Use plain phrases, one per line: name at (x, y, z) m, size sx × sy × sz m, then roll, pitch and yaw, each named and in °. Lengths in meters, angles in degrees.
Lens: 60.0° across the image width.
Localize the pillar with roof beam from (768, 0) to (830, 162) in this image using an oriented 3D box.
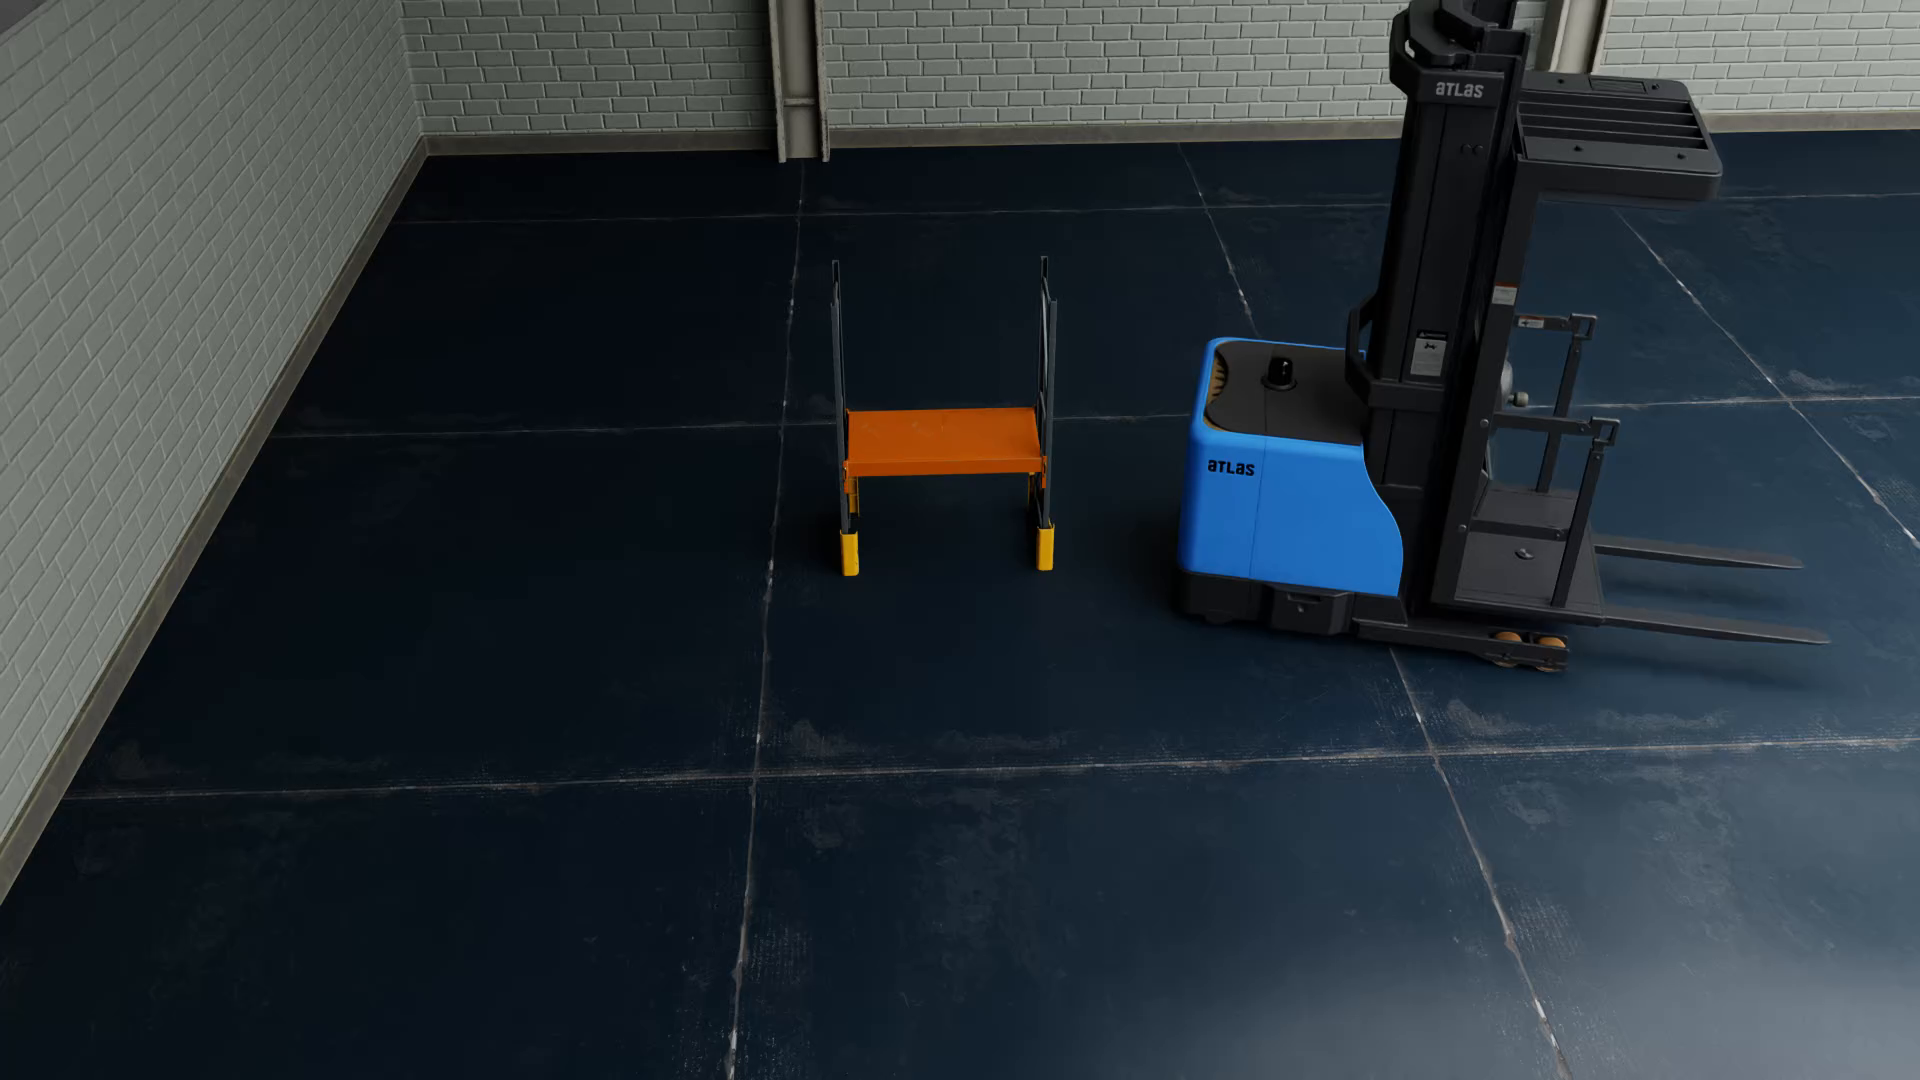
pillar with roof beam at (-1.029, -4.305, 7.063) m, size 0.400 × 9.000 × 9.100 m, roll -2°, pitch 35°, yaw -2°

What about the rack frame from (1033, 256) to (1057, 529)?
rack frame at (0.423, -0.628, 8.340) m, size 0.032 × 1.500 × 0.500 m, roll -2°, pitch 35°, yaw -2°

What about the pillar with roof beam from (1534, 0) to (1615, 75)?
pillar with roof beam at (4.965, -4.467, 7.296) m, size 0.400 × 9.000 × 9.100 m, roll -2°, pitch 35°, yaw -2°

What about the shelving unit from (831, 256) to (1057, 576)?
shelving unit at (-0.076, -0.615, 8.320) m, size 1.083 × 1.500 × 0.587 m, roll -2°, pitch 35°, yaw -2°

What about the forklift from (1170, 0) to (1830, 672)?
forklift at (2.605, -0.913, 7.494) m, size 3.031 × 2.935 × 1.130 m, roll 7°, pitch 35°, yaw 10°

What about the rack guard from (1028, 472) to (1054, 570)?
rack guard at (0.421, -0.114, 8.695) m, size 0.087 × 0.250 × 0.587 m, roll -2°, pitch 35°, yaw -2°

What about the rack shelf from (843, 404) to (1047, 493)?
rack shelf at (-0.085, -0.467, 8.422) m, size 1.000 × 0.185 × 0.538 m, roll -2°, pitch 35°, yaw -2°

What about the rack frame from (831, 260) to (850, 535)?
rack frame at (-0.593, -0.601, 8.300) m, size 0.032 × 1.500 × 0.500 m, roll -2°, pitch 35°, yaw -2°

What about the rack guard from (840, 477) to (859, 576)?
rack guard at (-0.574, -0.087, 8.657) m, size 0.087 × 0.250 × 0.587 m, roll -2°, pitch 35°, yaw -2°
